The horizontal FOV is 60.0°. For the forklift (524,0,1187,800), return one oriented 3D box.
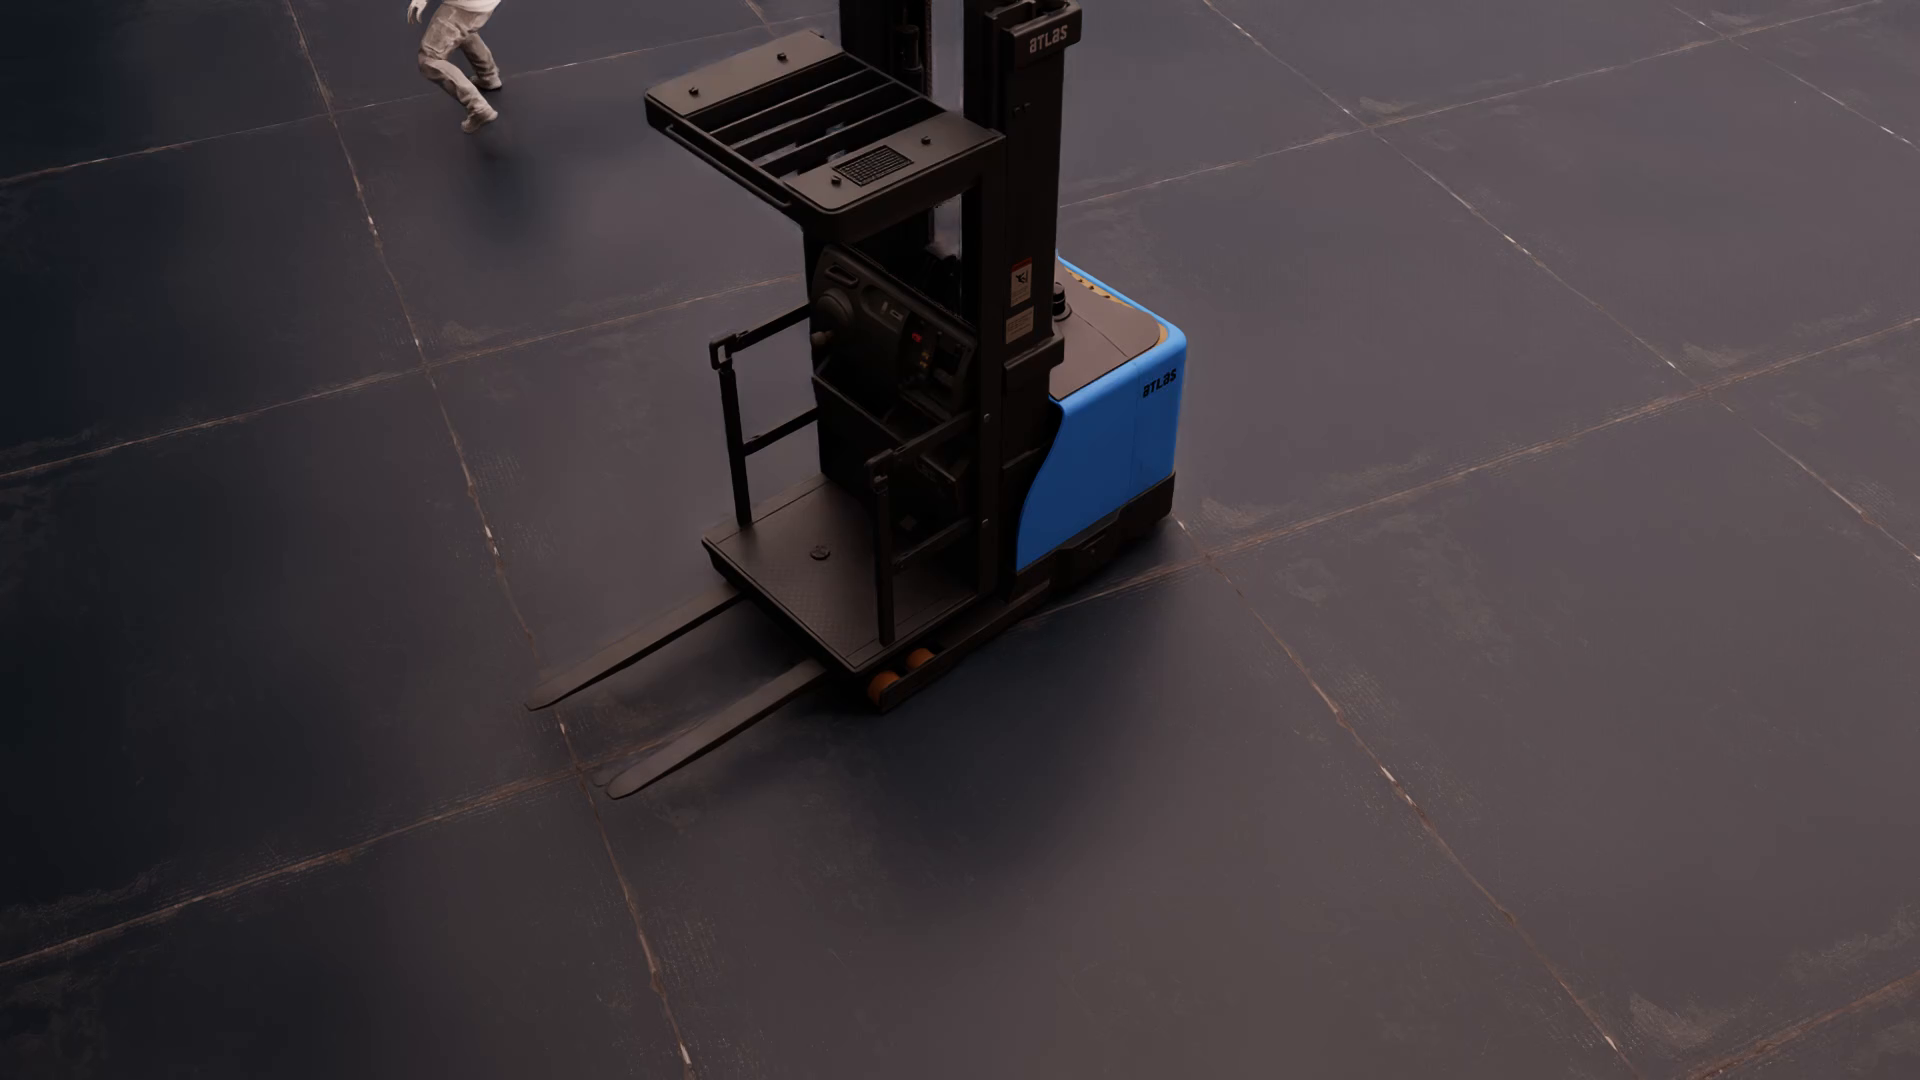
[{"bbox_3d":[-0.432,-0.761,6.495,3.031,2.935,1.130,-31,51,-29],"label":"forklift"}]

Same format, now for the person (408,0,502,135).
[{"bbox_3d":[-3.088,-3.422,10.345,0.508,1.657,1.212,3,43,3],"label":"person"}]
